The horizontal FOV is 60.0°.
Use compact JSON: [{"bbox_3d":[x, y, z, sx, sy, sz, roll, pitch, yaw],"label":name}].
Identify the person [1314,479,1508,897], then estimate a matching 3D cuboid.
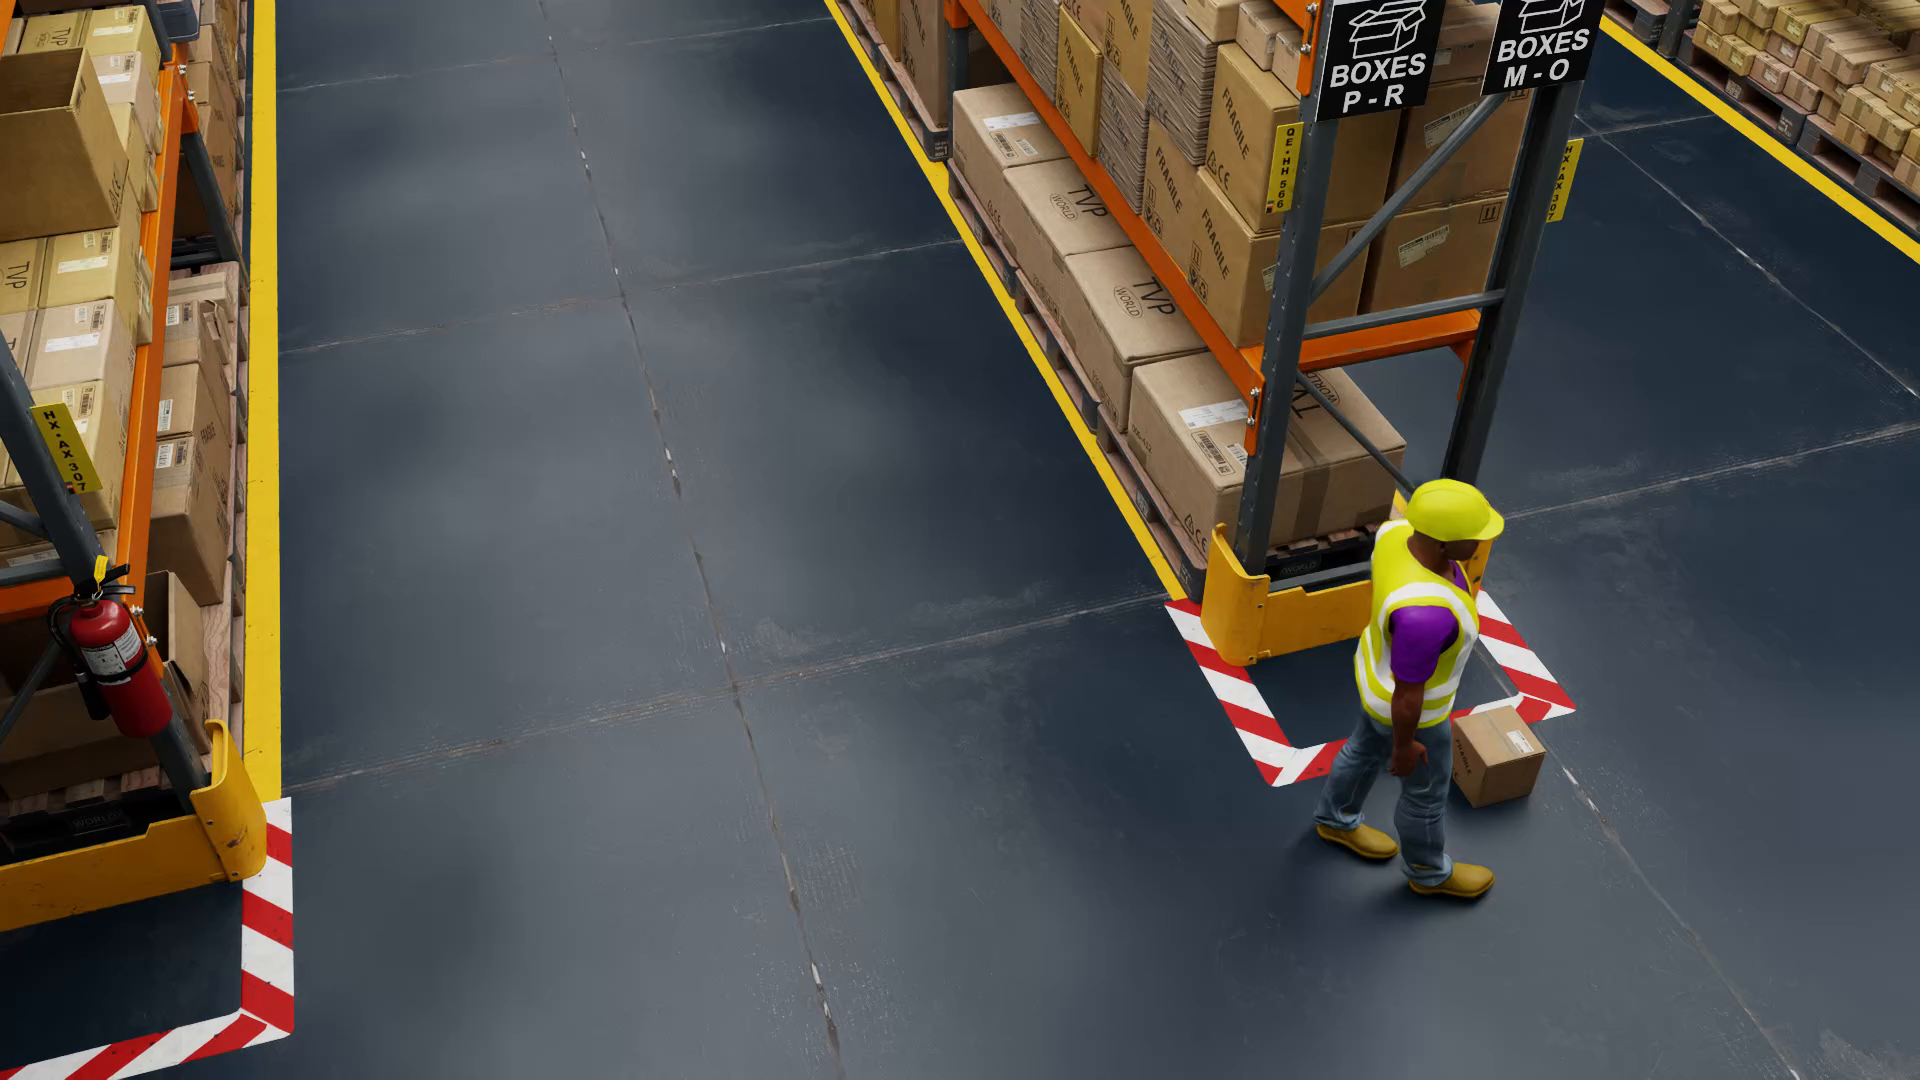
[{"bbox_3d":[1.630,0.498,5.585,0.629,1.762,0.572,2,42,2],"label":"person"}]
